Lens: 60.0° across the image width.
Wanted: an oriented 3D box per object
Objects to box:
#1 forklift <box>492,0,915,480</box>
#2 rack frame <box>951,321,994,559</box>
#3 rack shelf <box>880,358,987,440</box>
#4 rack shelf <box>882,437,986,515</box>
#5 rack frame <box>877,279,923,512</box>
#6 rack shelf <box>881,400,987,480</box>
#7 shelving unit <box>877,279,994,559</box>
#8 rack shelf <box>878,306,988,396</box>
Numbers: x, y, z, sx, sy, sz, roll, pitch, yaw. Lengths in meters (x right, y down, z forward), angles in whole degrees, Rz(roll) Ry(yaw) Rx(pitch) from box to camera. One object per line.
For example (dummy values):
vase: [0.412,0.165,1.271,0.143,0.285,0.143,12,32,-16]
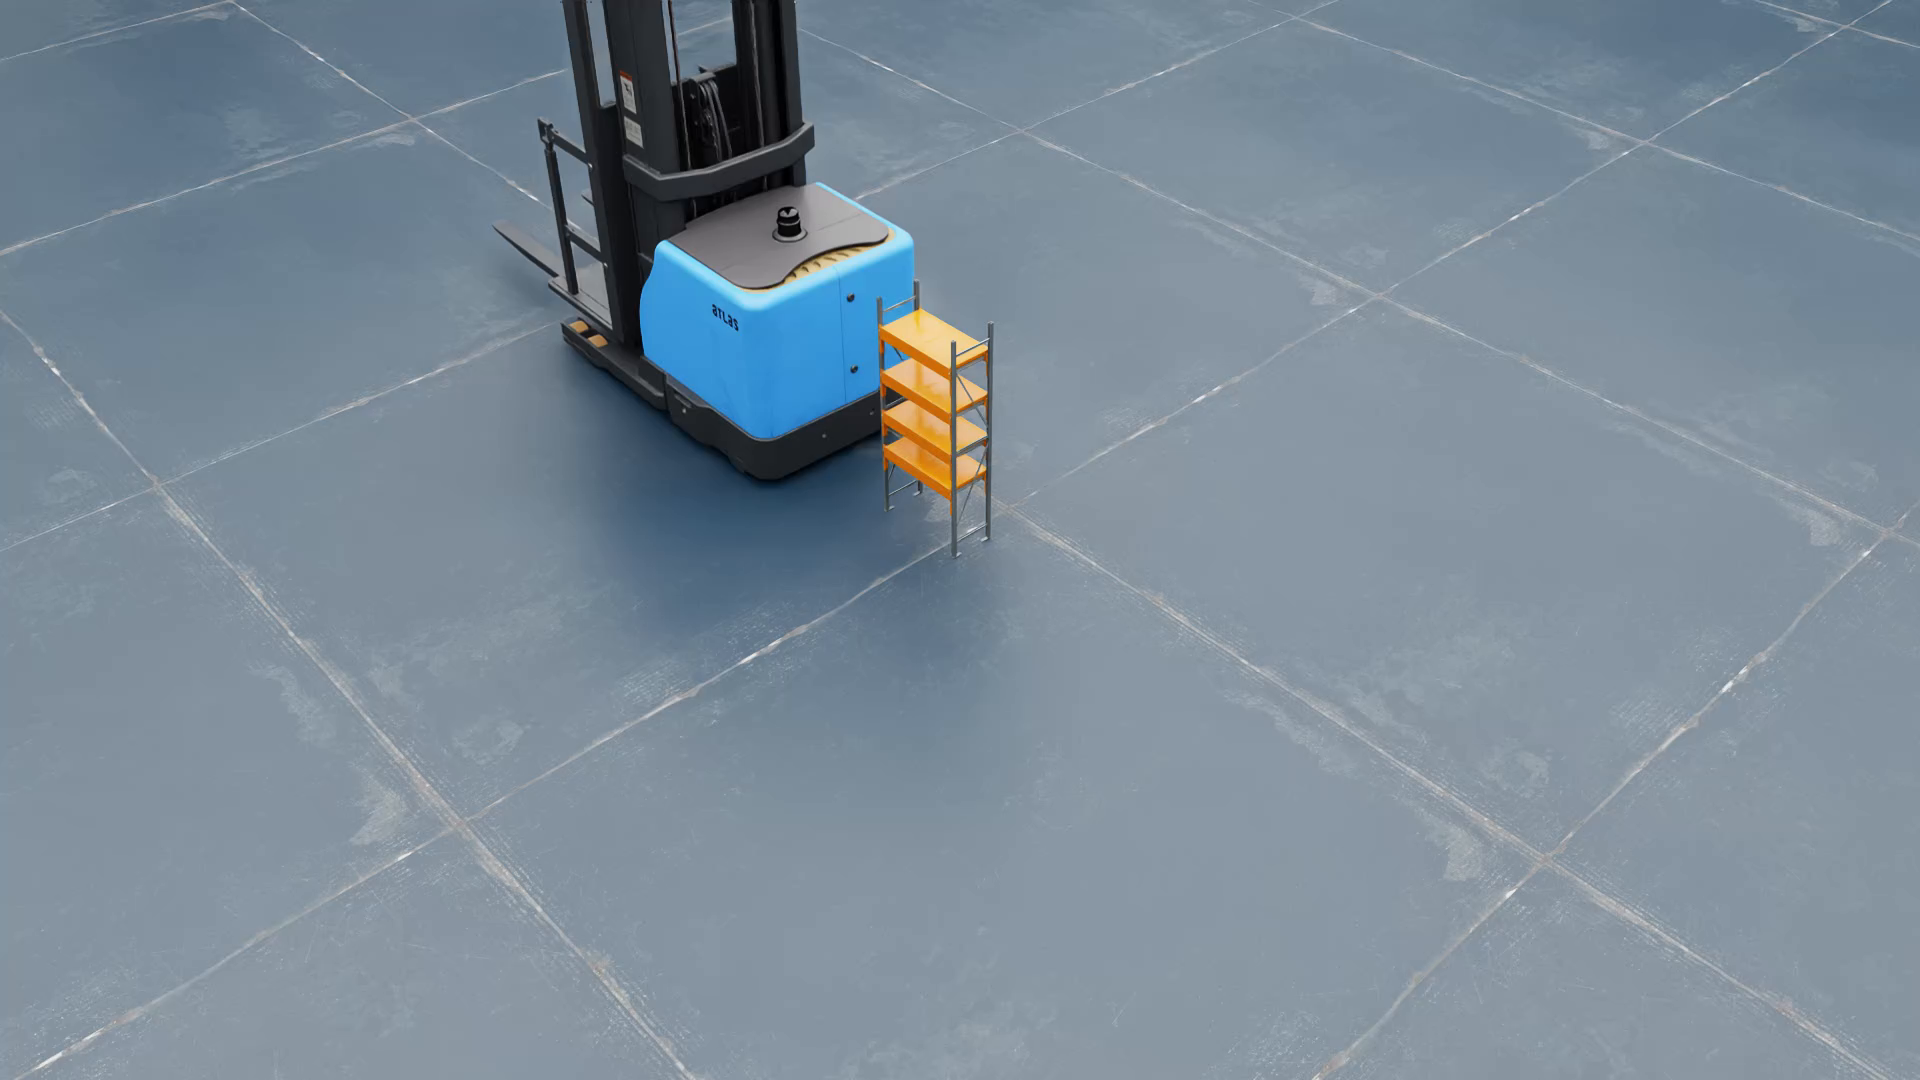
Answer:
forklift: [-1.556,-2.286,8.455,1.130,2.935,3.031,-29,47,-31]
rack frame: [0.053,-0.430,7.536,0.240,1.200,0.015,-30,48,-32]
rack shelf: [-0.112,-0.665,7.577,0.258,0.148,0.480,-30,48,-32]
rack shelf: [-0.112,-0.337,7.843,0.258,0.148,0.480,-30,48,-32]
rack frame: [-0.277,-0.656,7.816,0.240,1.200,0.015,-30,48,-32]
rack shelf: [-0.112,-0.491,7.718,0.258,0.148,0.480,-30,48,-32]
shelving unit: [-0.112,-0.543,7.676,0.258,1.200,0.503,-30,48,-32]
rack shelf: [-0.112,-0.849,7.429,0.258,0.148,0.480,-30,48,-32]
